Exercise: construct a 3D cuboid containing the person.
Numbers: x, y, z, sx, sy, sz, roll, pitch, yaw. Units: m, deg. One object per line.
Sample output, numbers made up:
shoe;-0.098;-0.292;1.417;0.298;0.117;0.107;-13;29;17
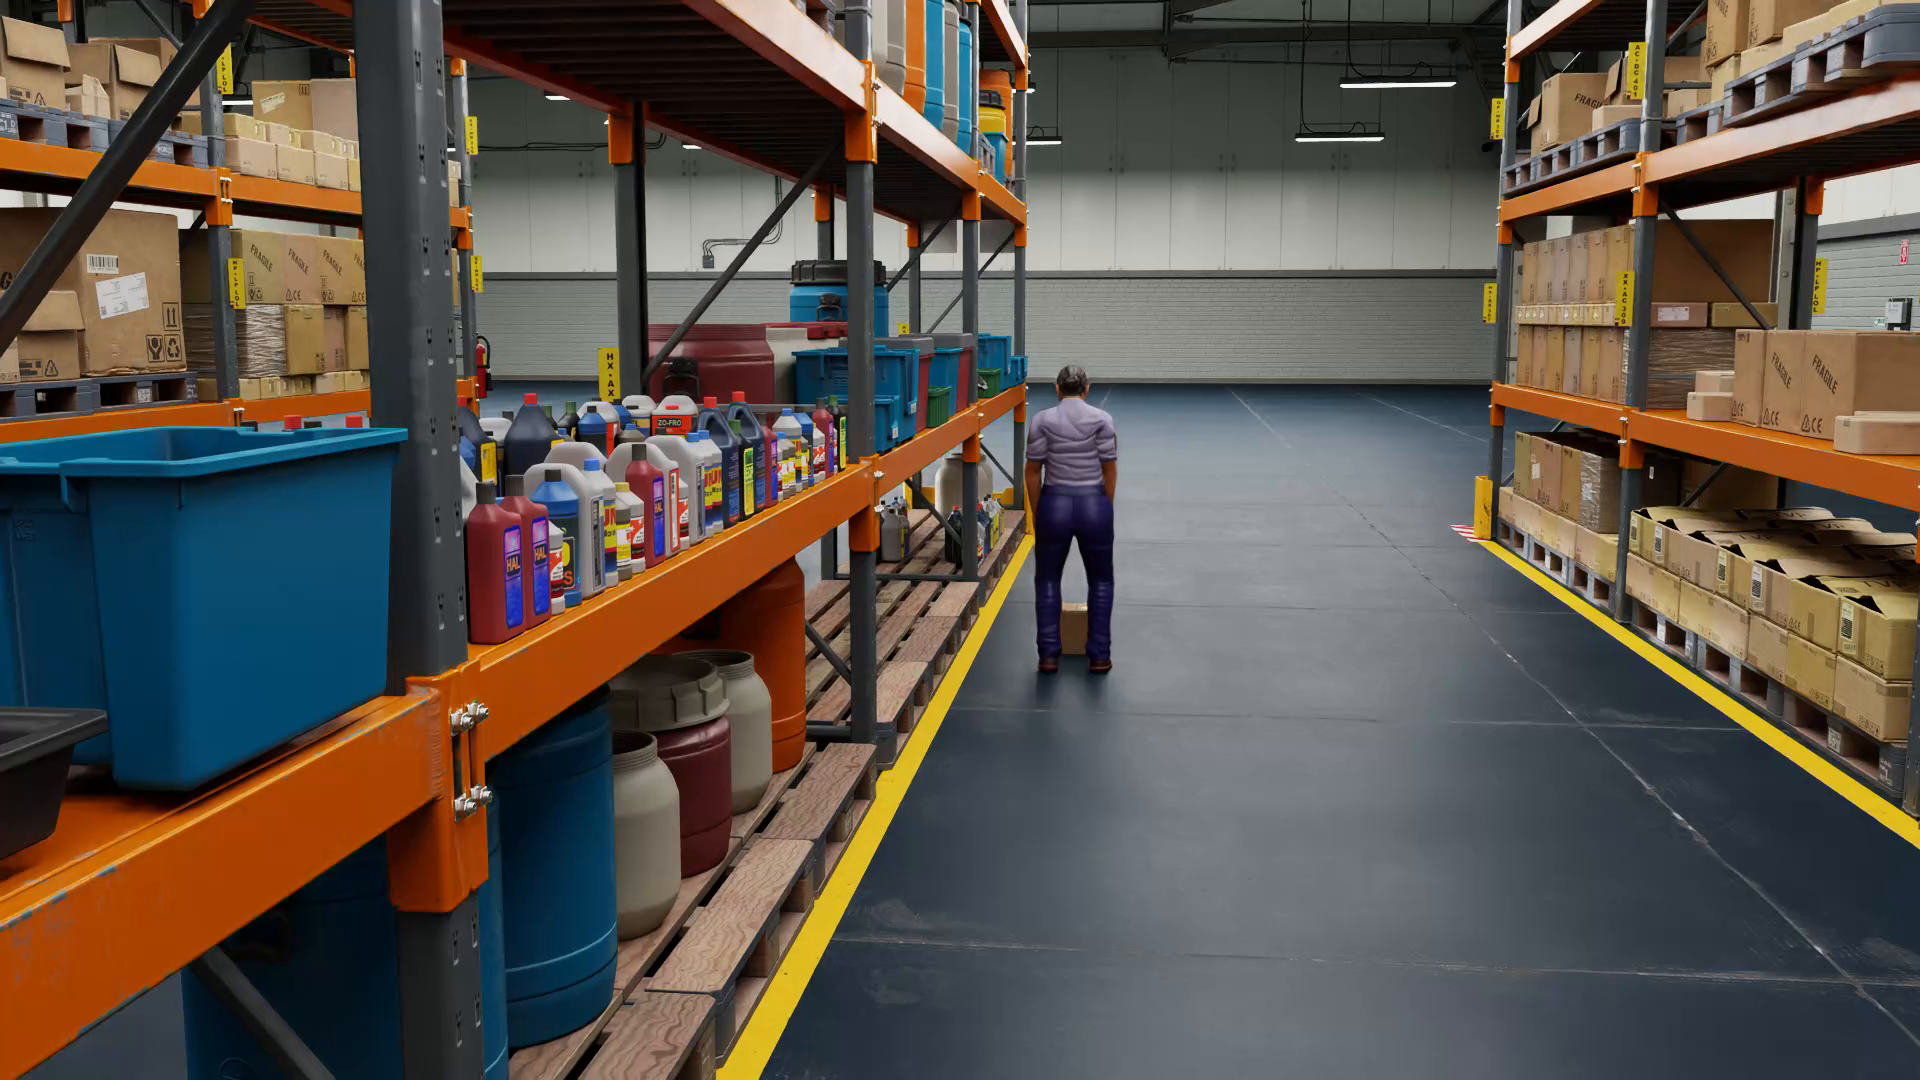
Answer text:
person;0.582;-0.107;8.789;0.489;1.621;0.372;1;8;8
